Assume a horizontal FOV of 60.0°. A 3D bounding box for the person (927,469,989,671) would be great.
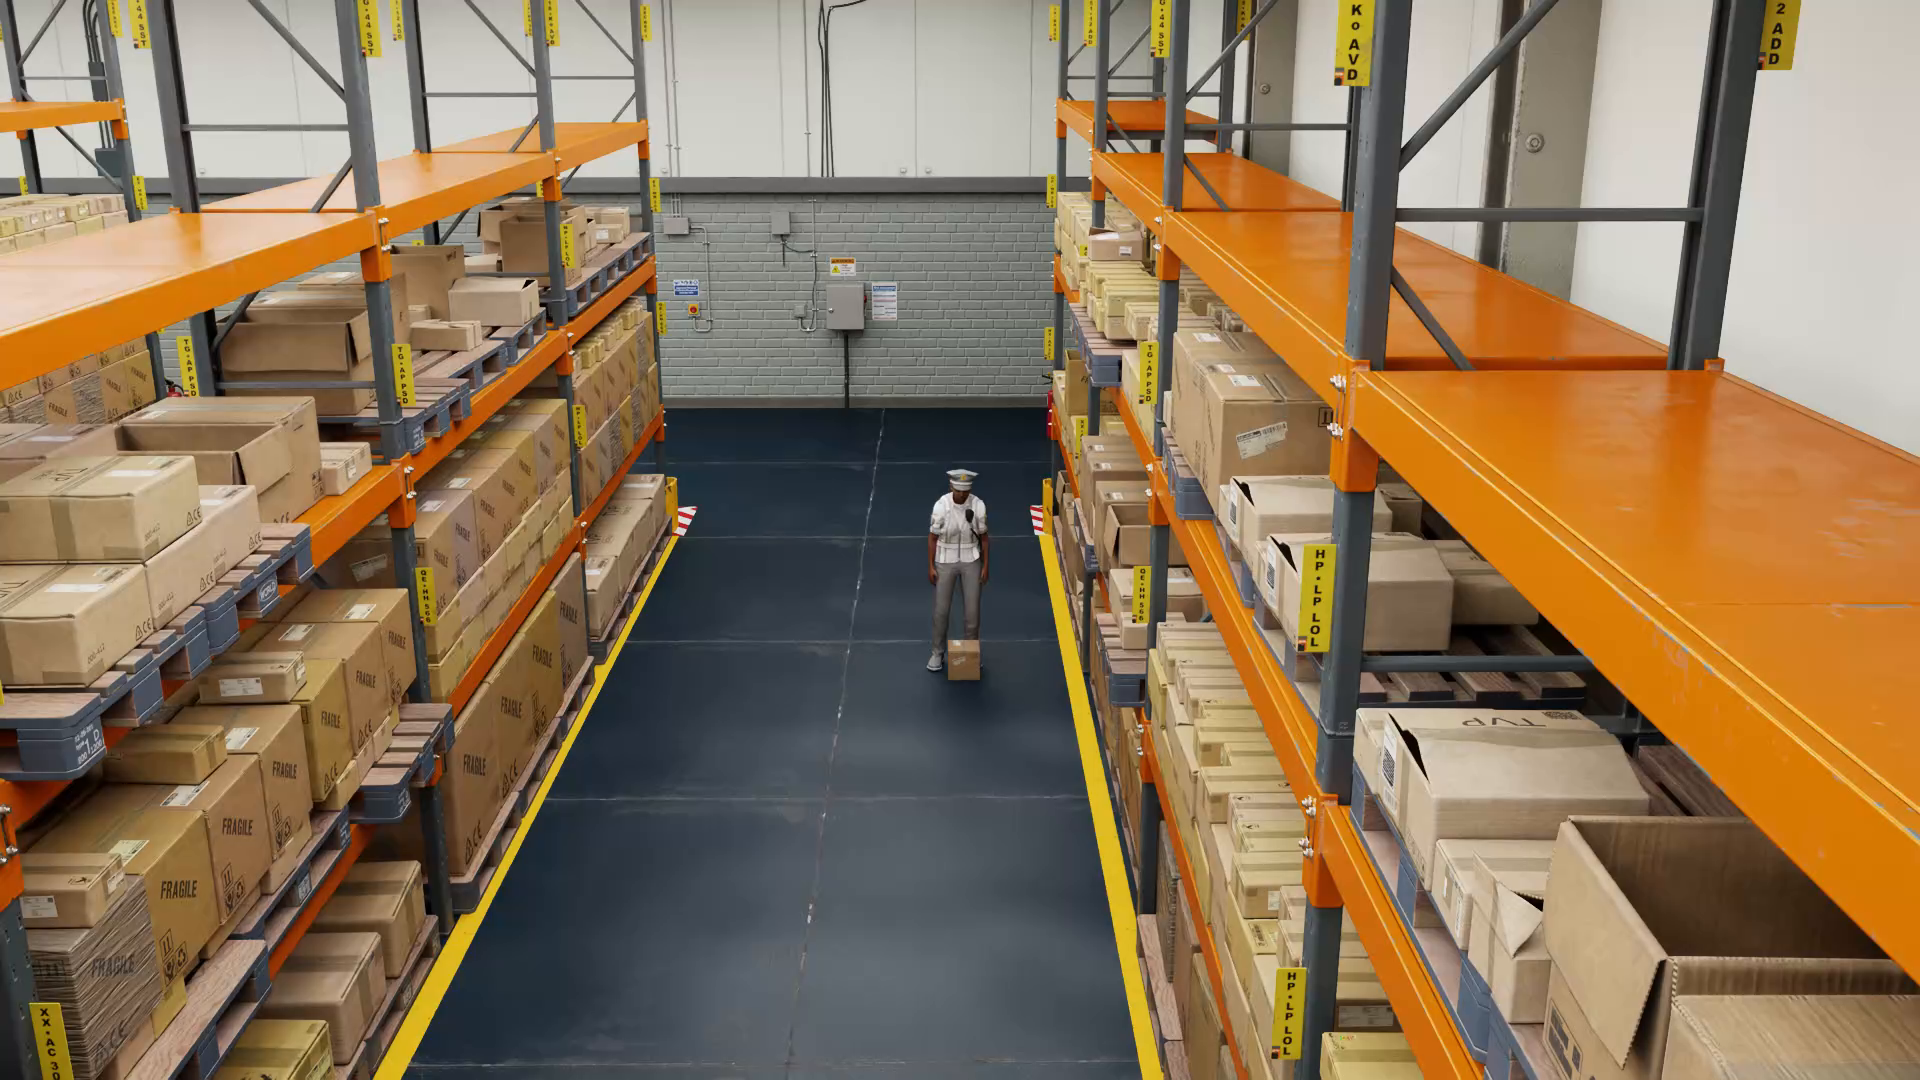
[{"bbox_3d":[-0.019,0.222,13.357,0.510,1.657,0.396,-1,17,-3],"label":"person"}]
